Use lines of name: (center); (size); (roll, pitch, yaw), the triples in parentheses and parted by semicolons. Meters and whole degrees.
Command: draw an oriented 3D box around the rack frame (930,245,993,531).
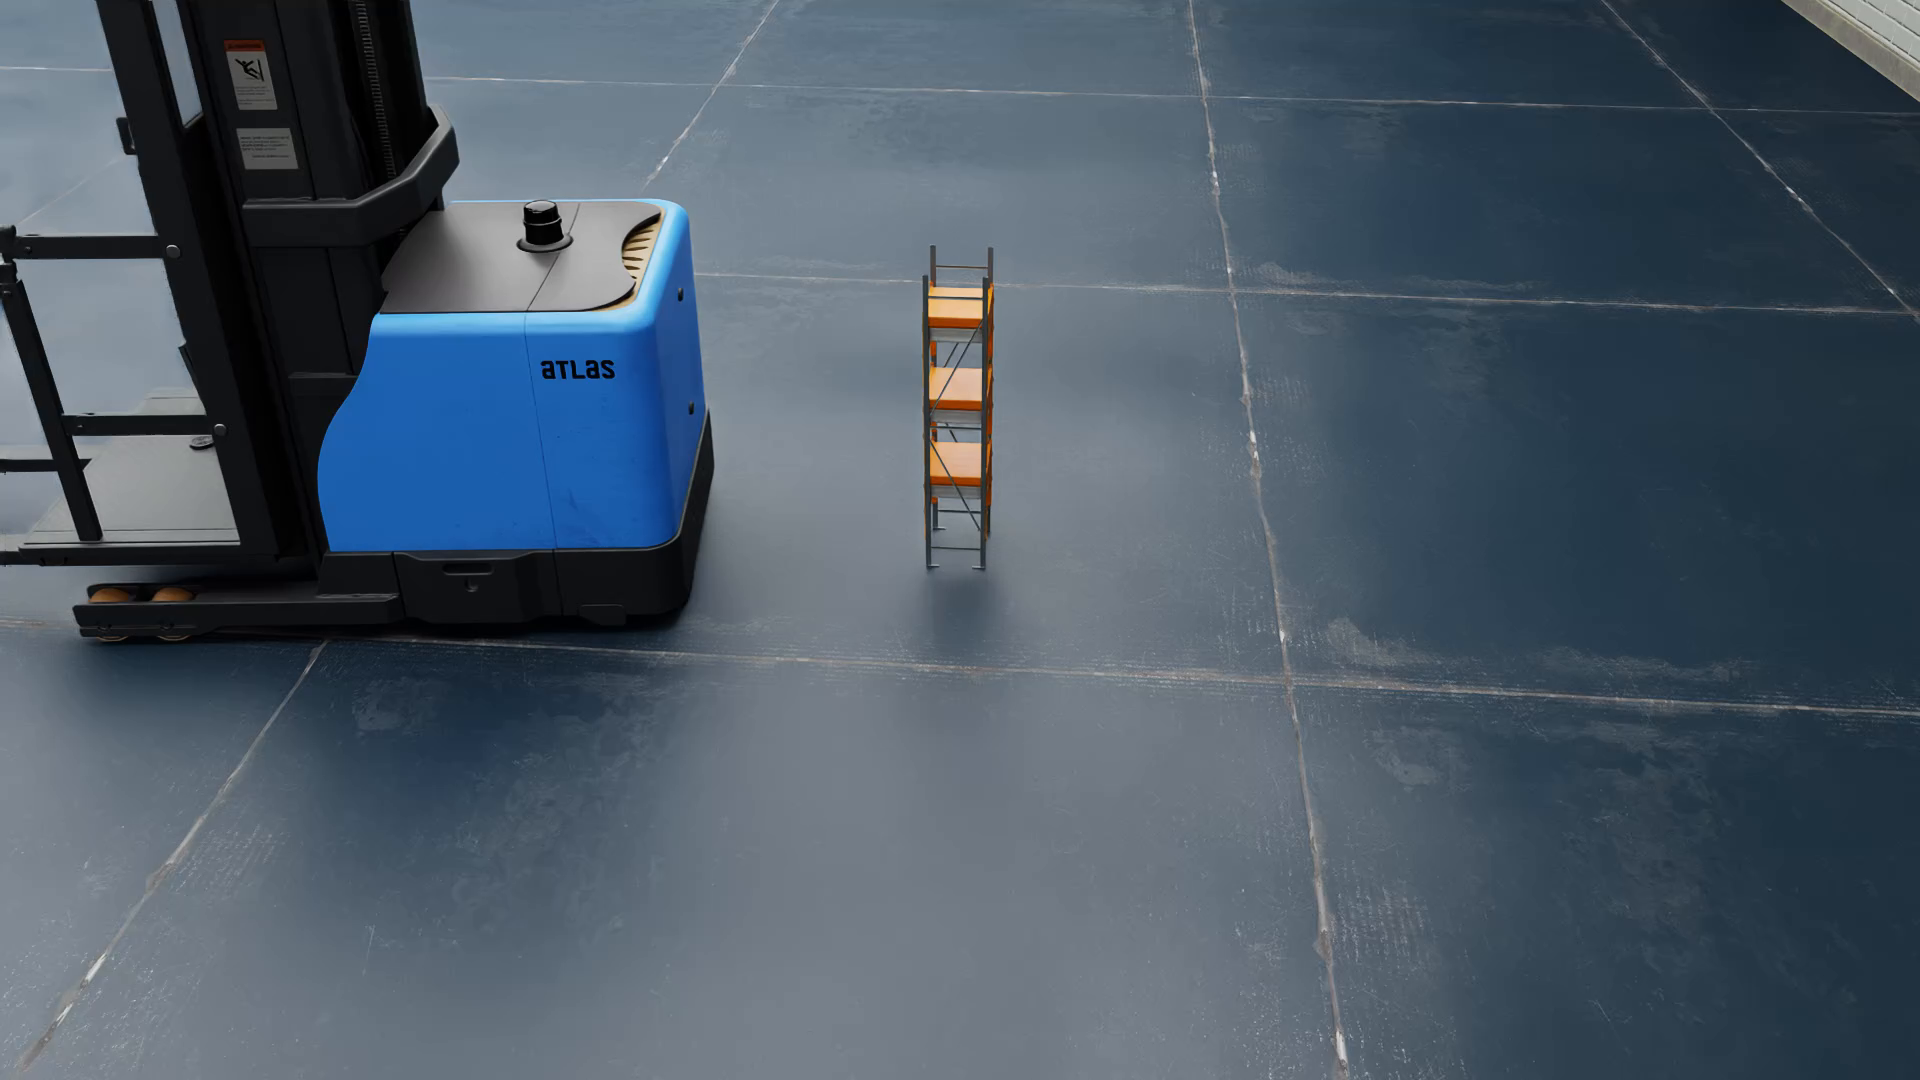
rack frame: (0.006, -0.483, 5.533); (0.200, 1.050, 0.008); (2, 32, 4)

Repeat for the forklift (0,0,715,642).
forklift: (-2.396, -1.209, 4.919); (3.031, 2.935, 1.130); (-1, 32, -1)

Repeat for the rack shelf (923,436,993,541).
rack shelf: (-0.004, -0.173, 5.581); (0.215, 0.259, 0.240); (2, 32, 4)

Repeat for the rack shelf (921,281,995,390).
rack shelf: (-0.004, -0.652, 5.286); (0.215, 0.259, 0.240); (2, 32, 4)

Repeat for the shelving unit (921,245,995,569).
shelving unit: (-0.004, -0.419, 5.429); (0.215, 1.050, 0.252); (2, 32, 4)

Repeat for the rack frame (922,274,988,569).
rack frame: (-0.014, -0.355, 5.326); (0.200, 1.050, 0.008); (2, 32, 4)

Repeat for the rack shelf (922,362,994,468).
rack shelf: (-0.004, -0.410, 5.435); (0.215, 0.259, 0.240); (2, 32, 4)
